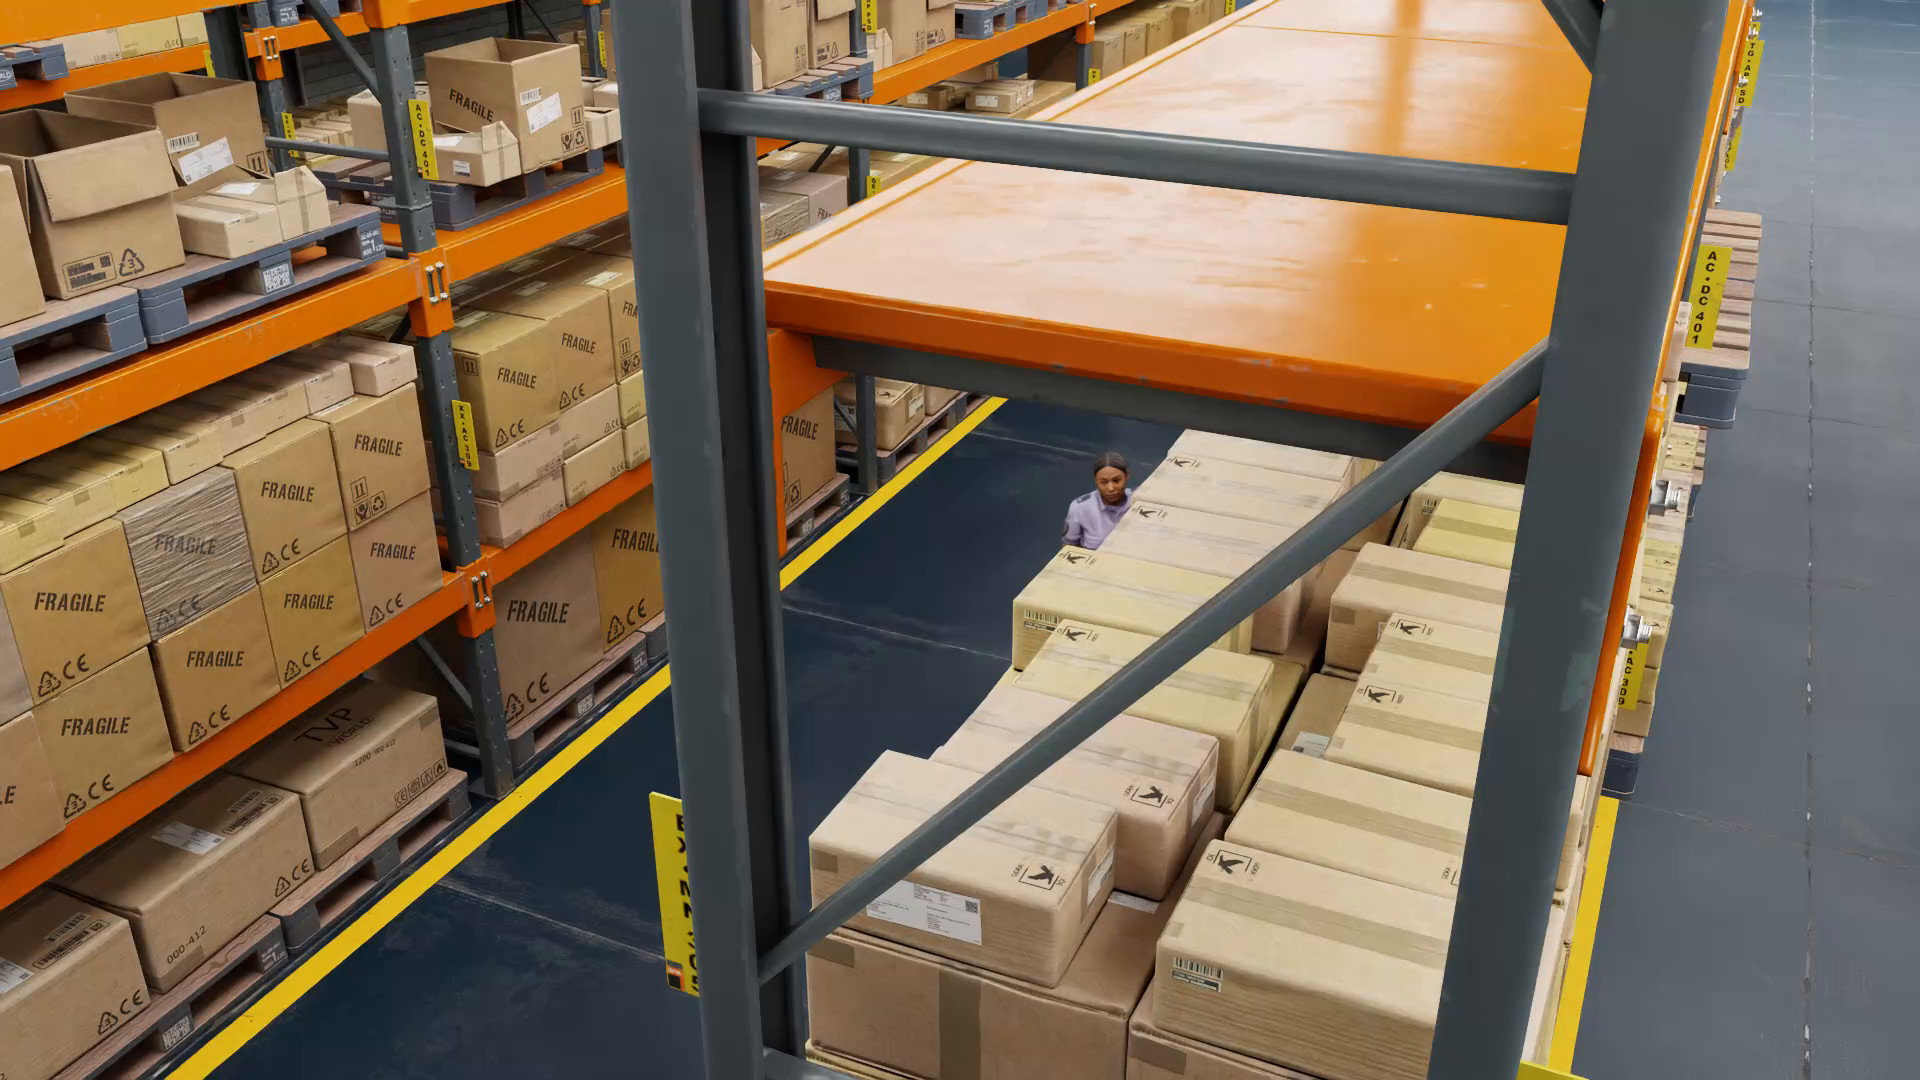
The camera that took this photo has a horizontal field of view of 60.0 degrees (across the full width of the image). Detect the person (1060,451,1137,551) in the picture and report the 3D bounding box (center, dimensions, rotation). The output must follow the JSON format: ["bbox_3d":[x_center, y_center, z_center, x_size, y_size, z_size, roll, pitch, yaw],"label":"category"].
[{"bbox_3d":[0.758,0.271,8.593,0.561,1.637,0.613,-7,27,-14],"label":"person"}]
